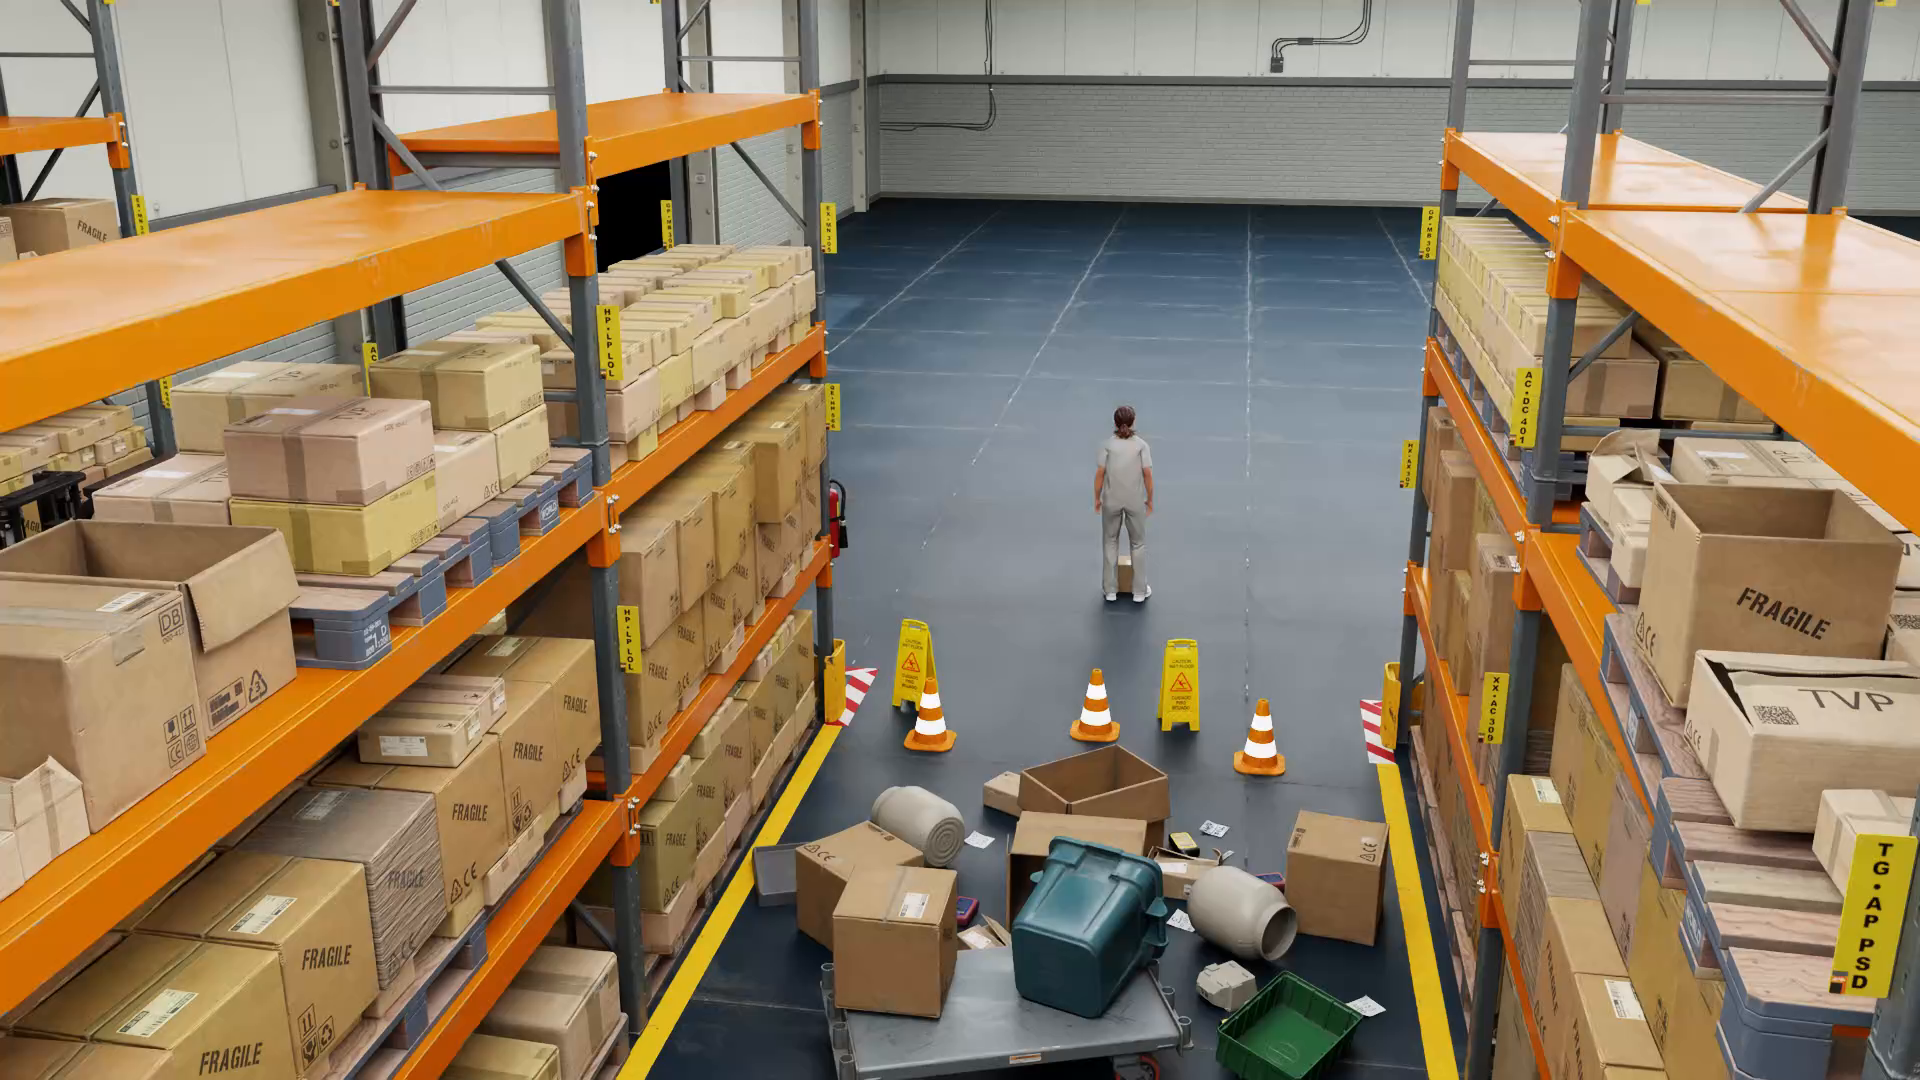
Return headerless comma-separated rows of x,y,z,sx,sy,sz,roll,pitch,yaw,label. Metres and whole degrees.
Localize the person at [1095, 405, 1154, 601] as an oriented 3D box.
1.383,-0.307,14.004,0.505,1.673,0.353,2,18,7,person
